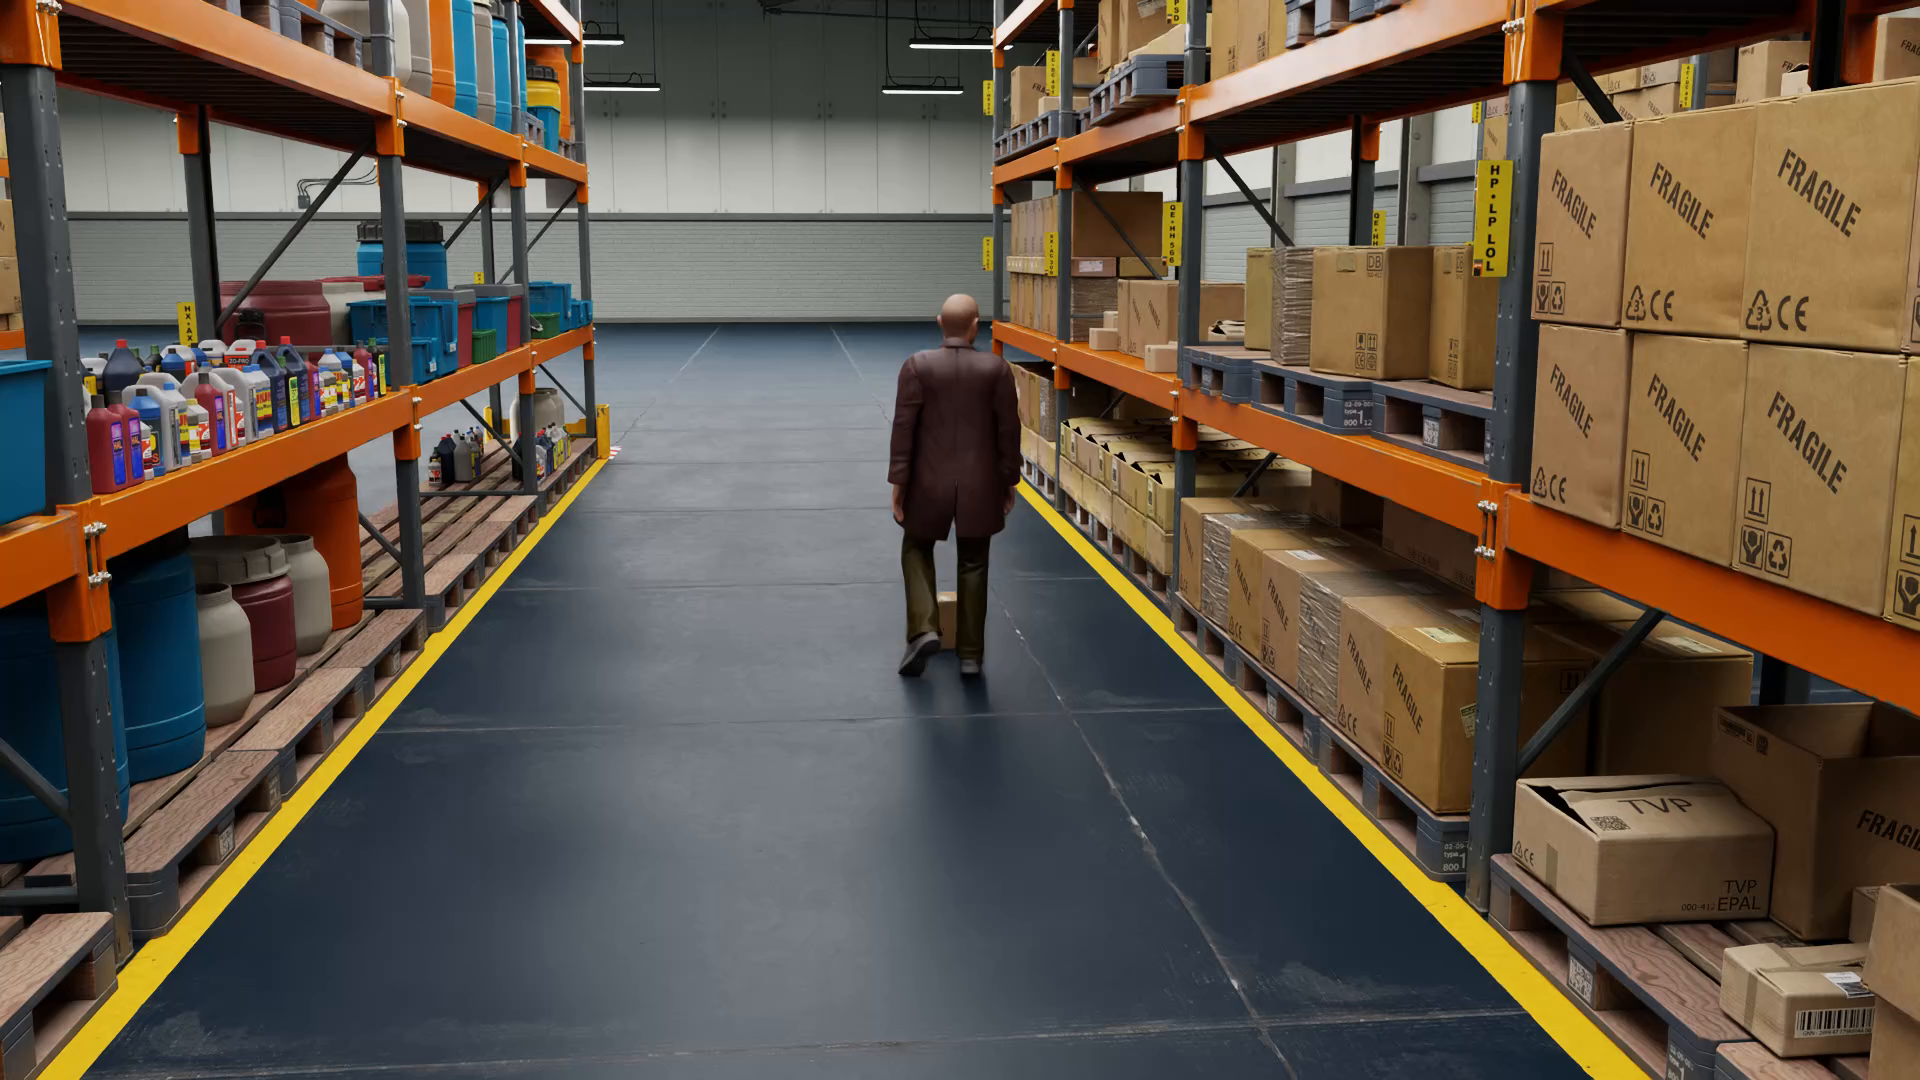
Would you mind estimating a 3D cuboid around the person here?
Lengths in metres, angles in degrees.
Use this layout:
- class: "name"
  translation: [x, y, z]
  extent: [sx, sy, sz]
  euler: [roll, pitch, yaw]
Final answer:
- class: "person"
  translation: [-0.028, -0.240, 7.794]
  extent: [0.623, 1.817, 0.450]
  euler: [0, 10, -2]
